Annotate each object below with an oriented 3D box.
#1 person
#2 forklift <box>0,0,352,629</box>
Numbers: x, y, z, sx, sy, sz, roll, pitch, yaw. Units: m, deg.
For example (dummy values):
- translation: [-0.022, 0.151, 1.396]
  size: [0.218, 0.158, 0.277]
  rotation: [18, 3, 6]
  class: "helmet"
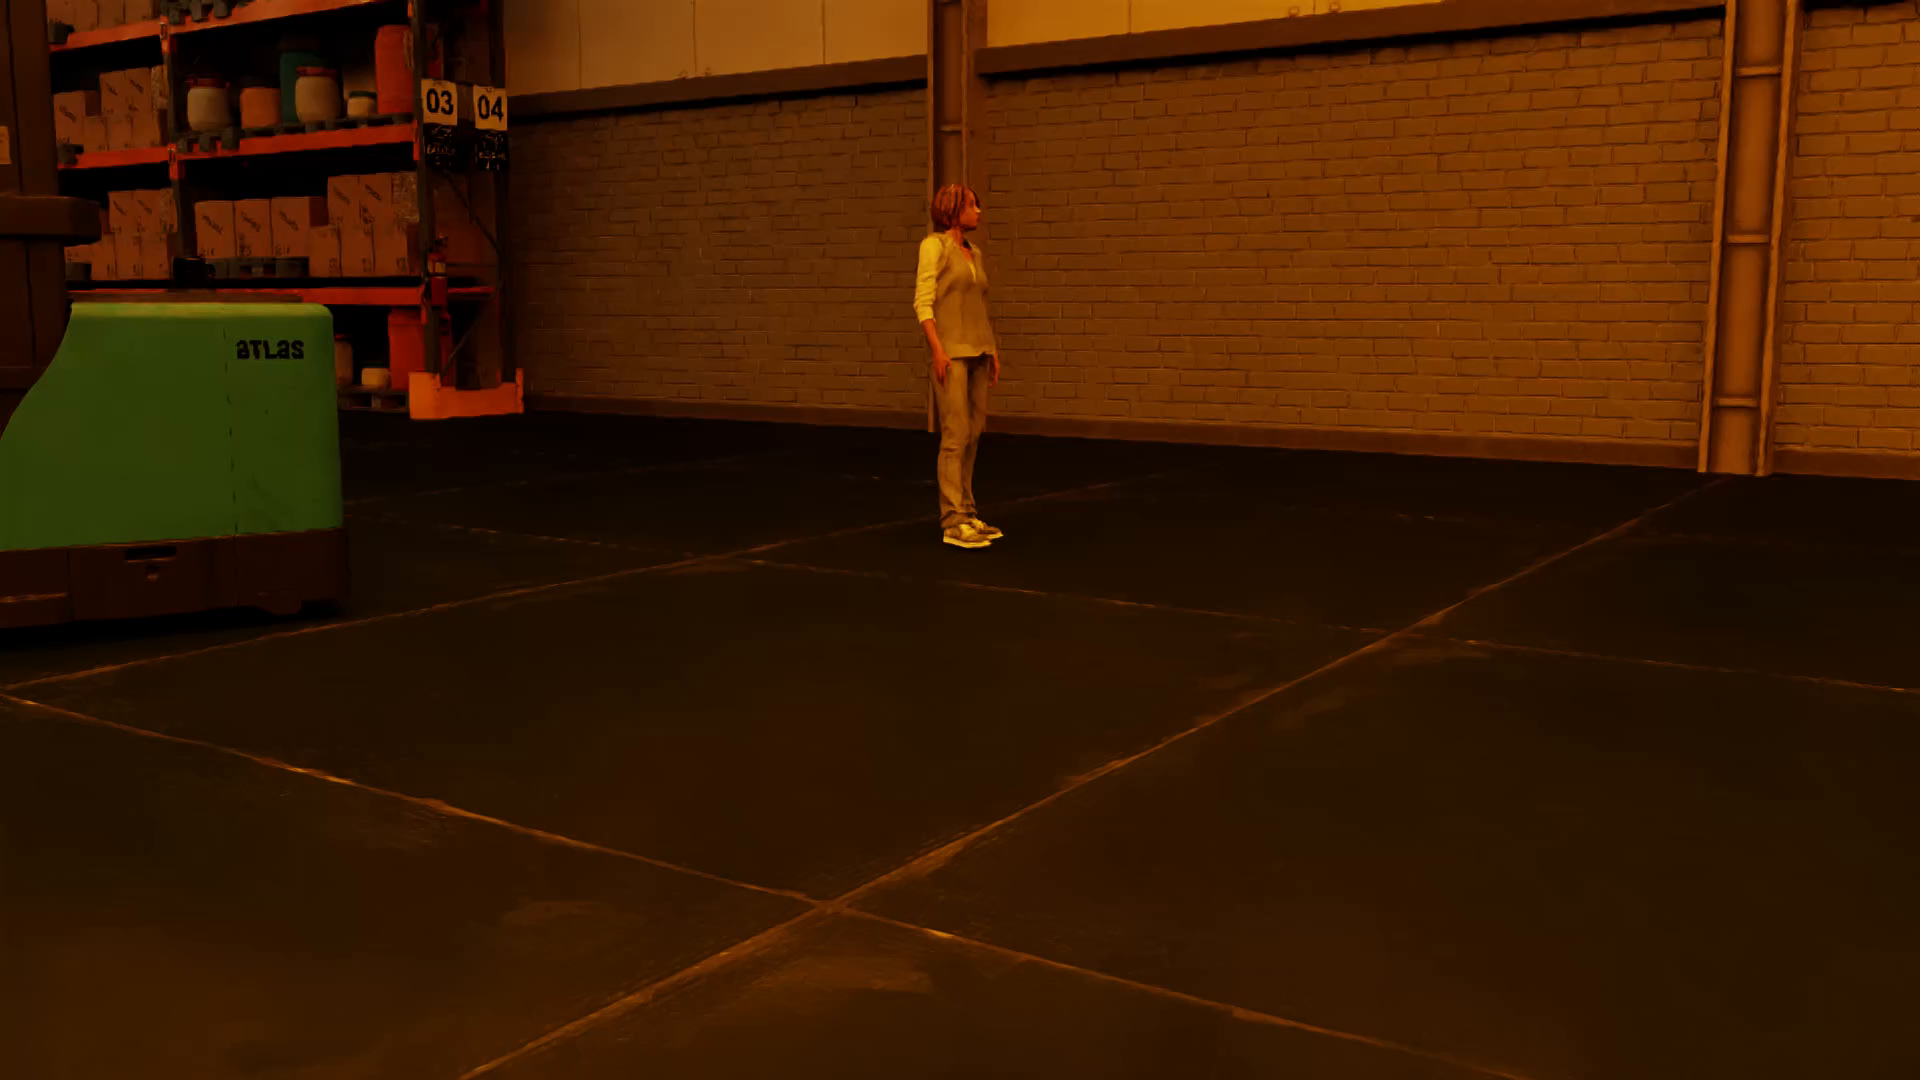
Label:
- translation: [0.054, -0.790, 7.438]
  size: [0.474, 1.597, 0.521]
  rotation: [5, 10, 34]
  class: "person"
- translation: [-3.642, -1.138, 5.193]
  size: [3.031, 2.935, 1.130]
  rotation: [-5, 9, -31]
  class: "forklift"
